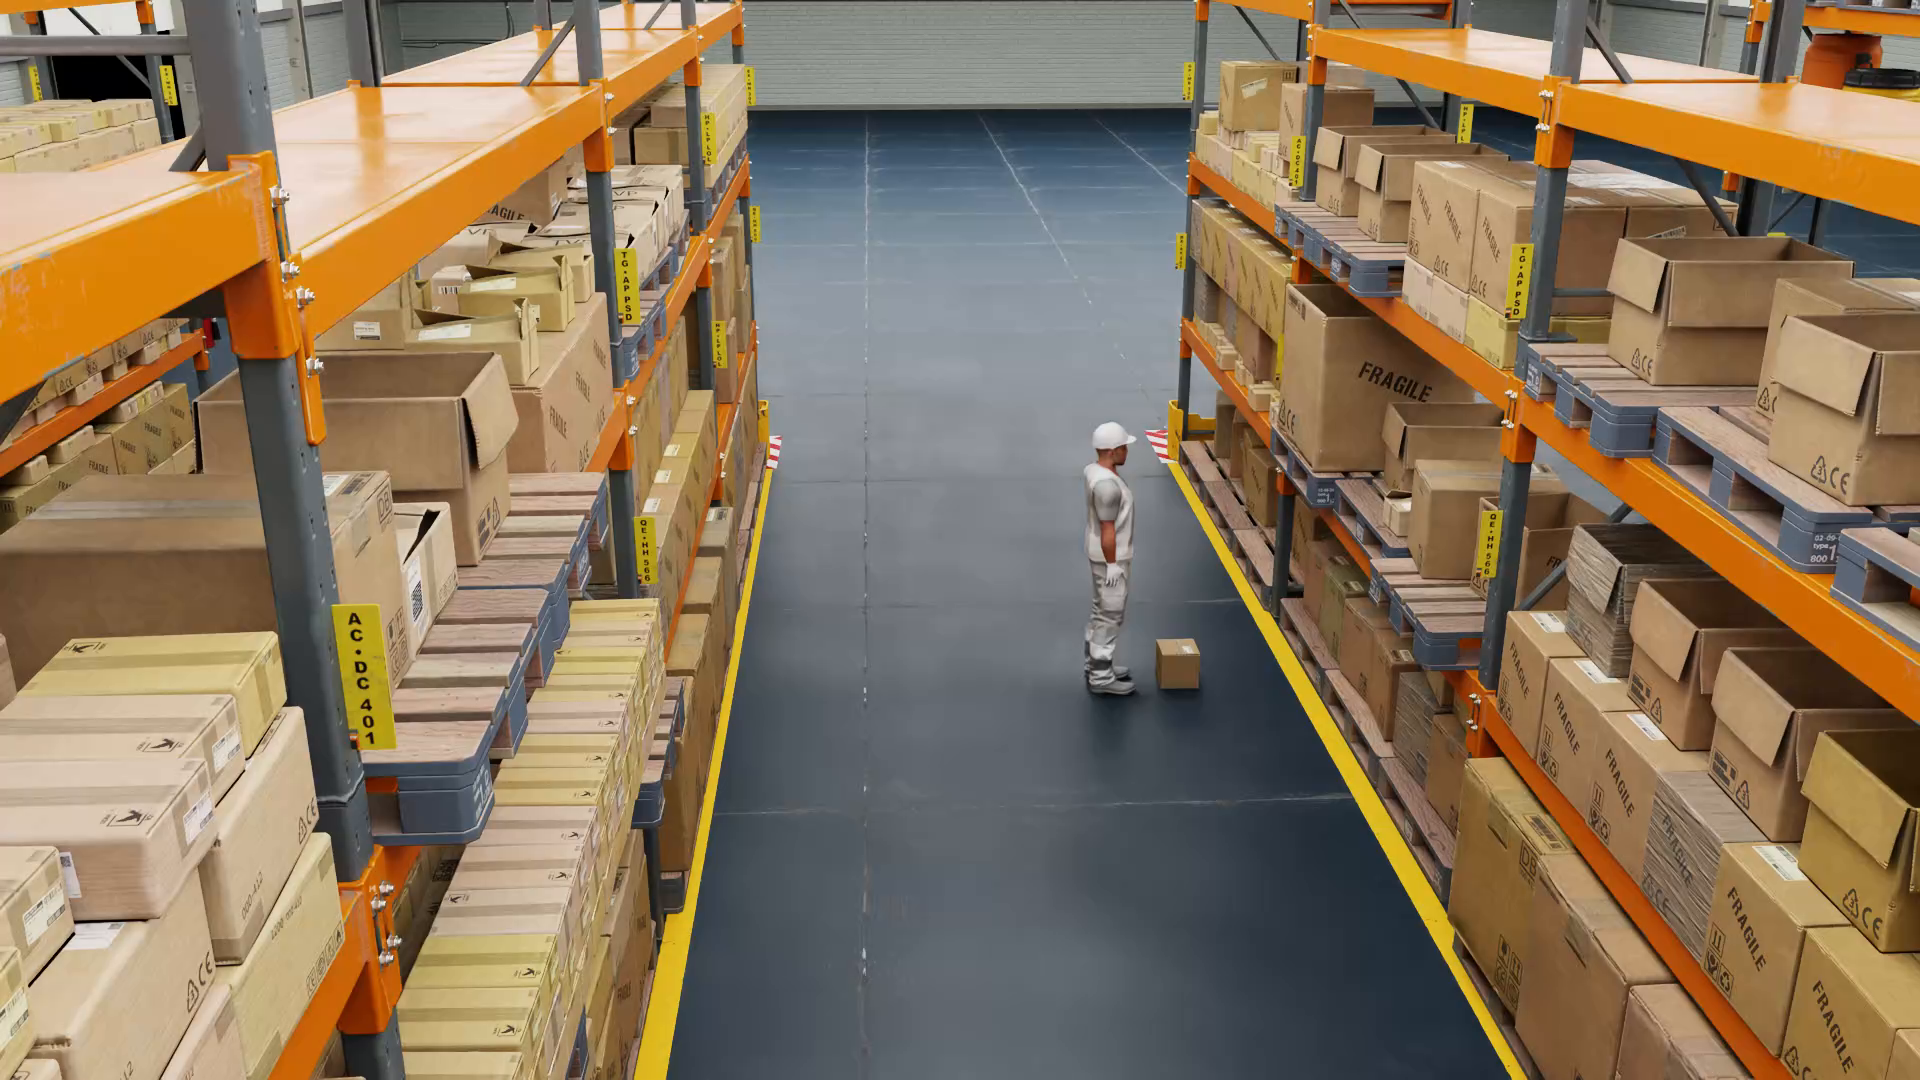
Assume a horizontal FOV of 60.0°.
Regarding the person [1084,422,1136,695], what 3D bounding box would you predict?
[{"bbox_3d":[0.971,0.107,10.746,0.355,1.789,0.523,-1,20,-2],"label":"person"}]
